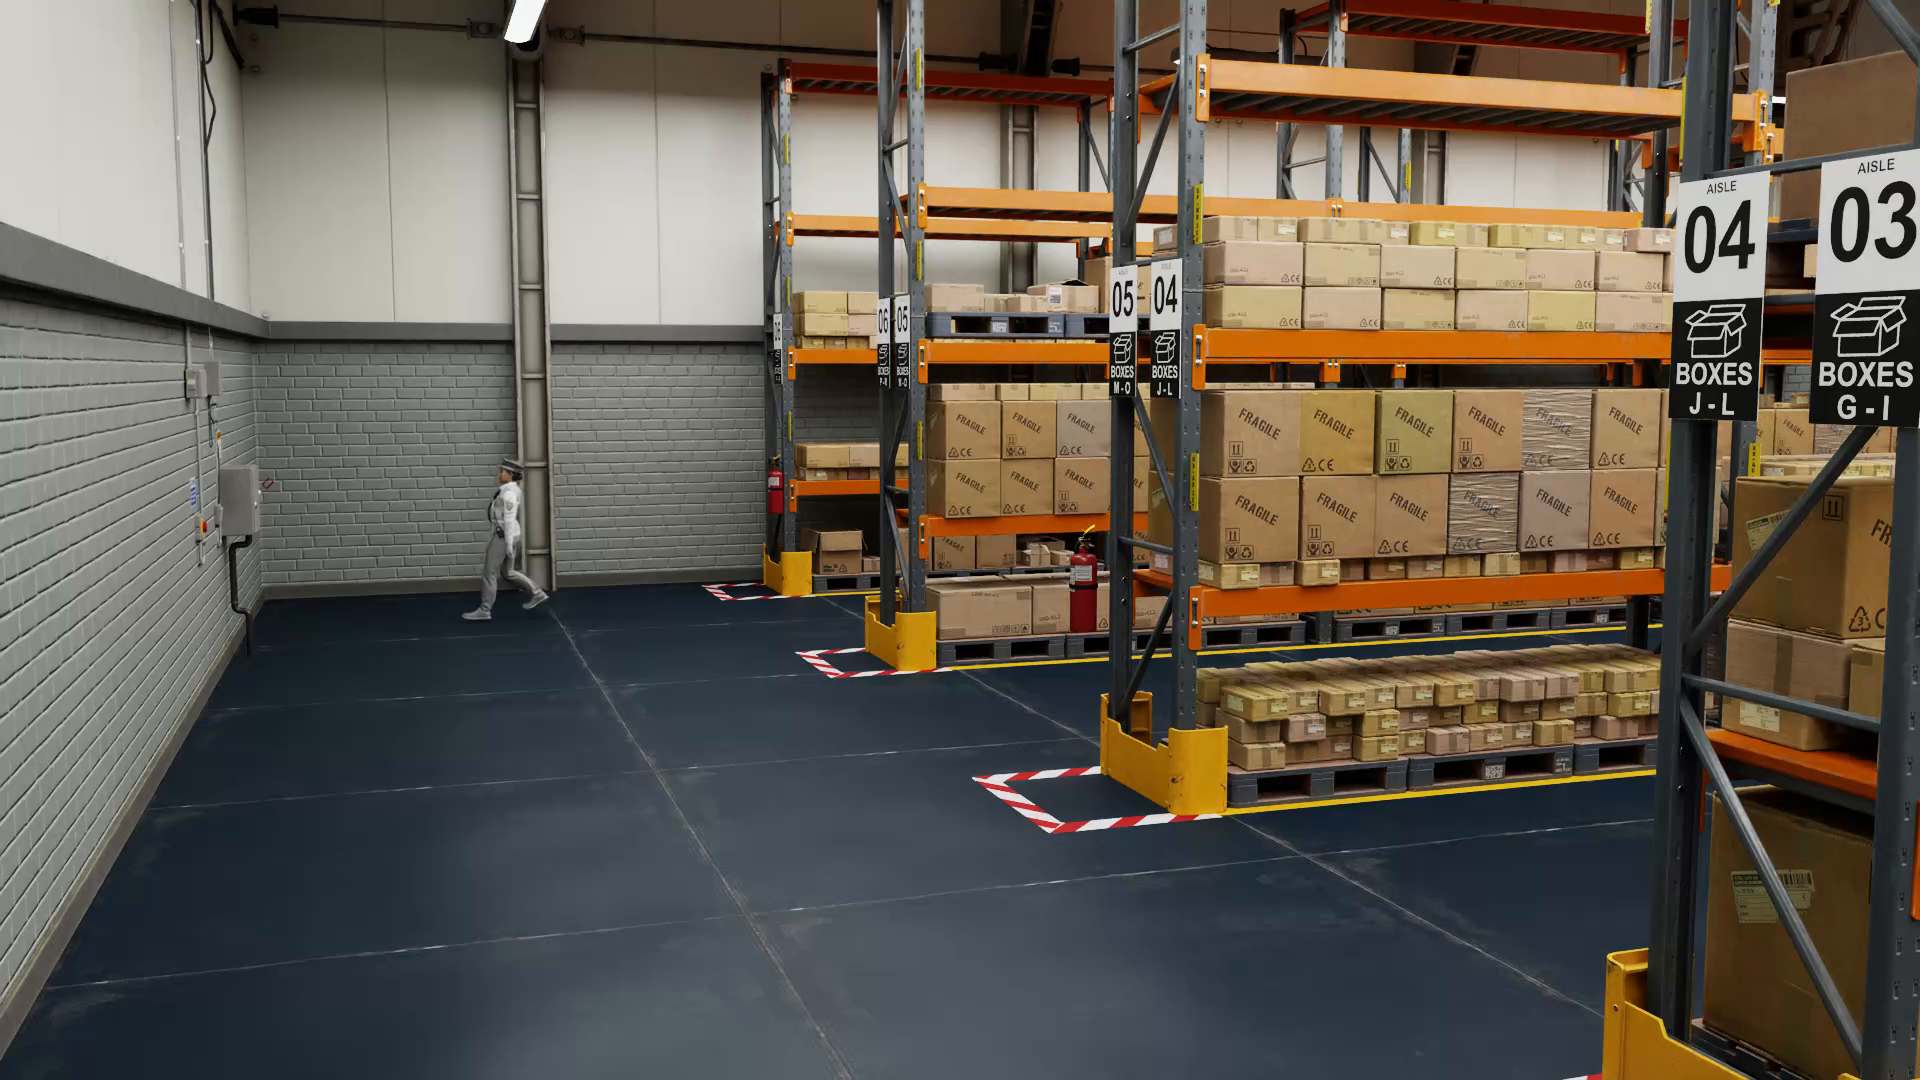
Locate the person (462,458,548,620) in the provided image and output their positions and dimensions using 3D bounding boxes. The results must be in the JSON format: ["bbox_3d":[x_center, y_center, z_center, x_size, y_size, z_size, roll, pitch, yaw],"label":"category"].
[{"bbox_3d":[-4.691,-0.023,17.082,0.834,1.655,0.483,-1,6,-5],"label":"person"}]
